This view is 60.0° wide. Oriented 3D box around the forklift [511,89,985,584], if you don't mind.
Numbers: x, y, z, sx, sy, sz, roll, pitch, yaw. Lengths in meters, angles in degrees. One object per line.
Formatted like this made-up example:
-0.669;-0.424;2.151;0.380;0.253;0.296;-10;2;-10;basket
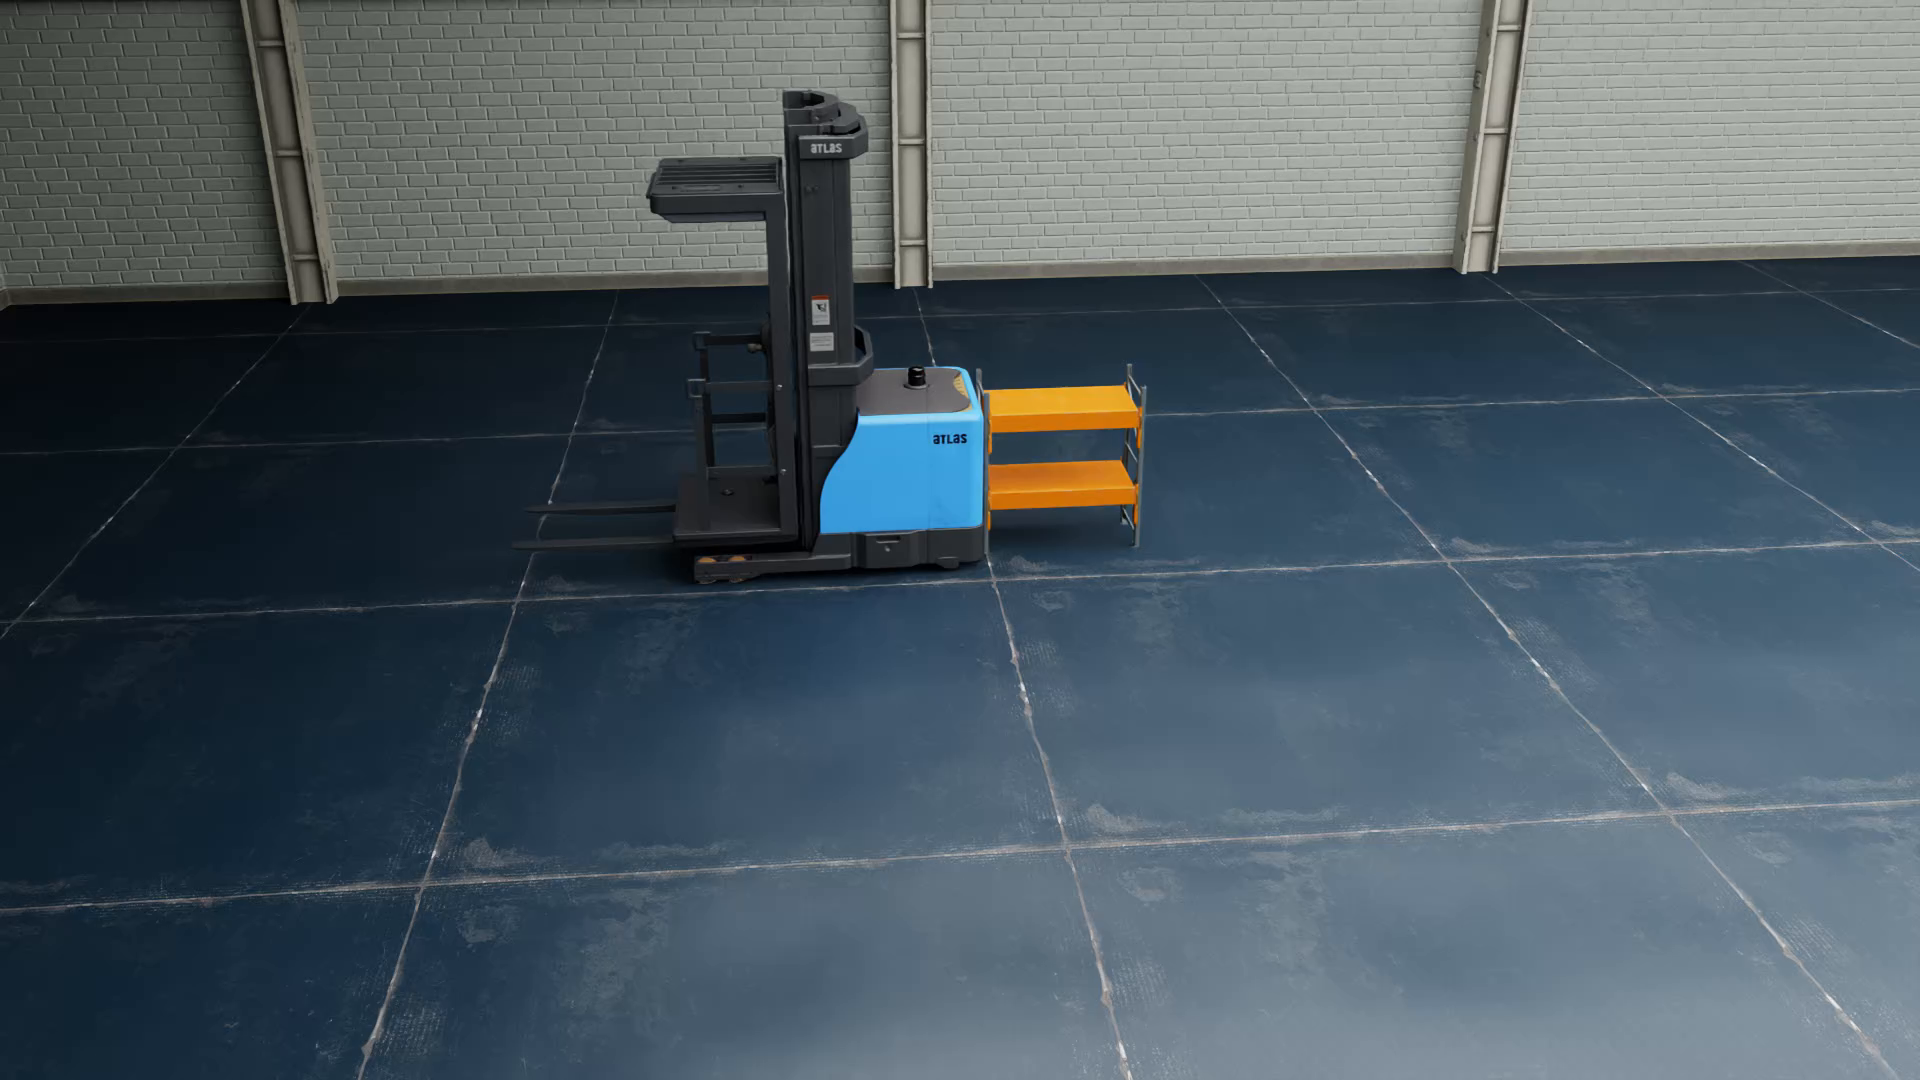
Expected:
-1.391;-1.284;10.531;3.031;2.935;1.130;-2;24;-5;forklift

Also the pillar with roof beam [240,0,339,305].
-6.036;-4.776;10.916;0.400;9.000;9.100;-2;24;-5;pillar with roof beam

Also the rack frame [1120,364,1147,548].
1.158;-0.564;11.133;0.032;1.125;0.500;-2;24;-5;rack frame

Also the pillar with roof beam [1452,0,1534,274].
5.906;-5.255;11.994;0.400;9.000;9.100;-2;24;-5;pillar with roof beam

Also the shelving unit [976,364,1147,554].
0.653;-0.542;11.084;1.048;1.125;0.538;-2;24;-5;shelving unit

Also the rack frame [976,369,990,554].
0.147;-0.520;11.036;0.032;1.125;0.500;-2;24;-5;rack frame

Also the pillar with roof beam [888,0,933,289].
-0.065;-5.016;11.455;0.400;9.000;9.100;-2;24;-5;pillar with roof beam

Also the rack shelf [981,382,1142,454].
0.653;-0.809;10.966;1.000;0.278;0.538;-2;24;-5;rack shelf

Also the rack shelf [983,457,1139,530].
0.653;-0.319;11.184;1.000;0.278;0.538;-2;24;-5;rack shelf
